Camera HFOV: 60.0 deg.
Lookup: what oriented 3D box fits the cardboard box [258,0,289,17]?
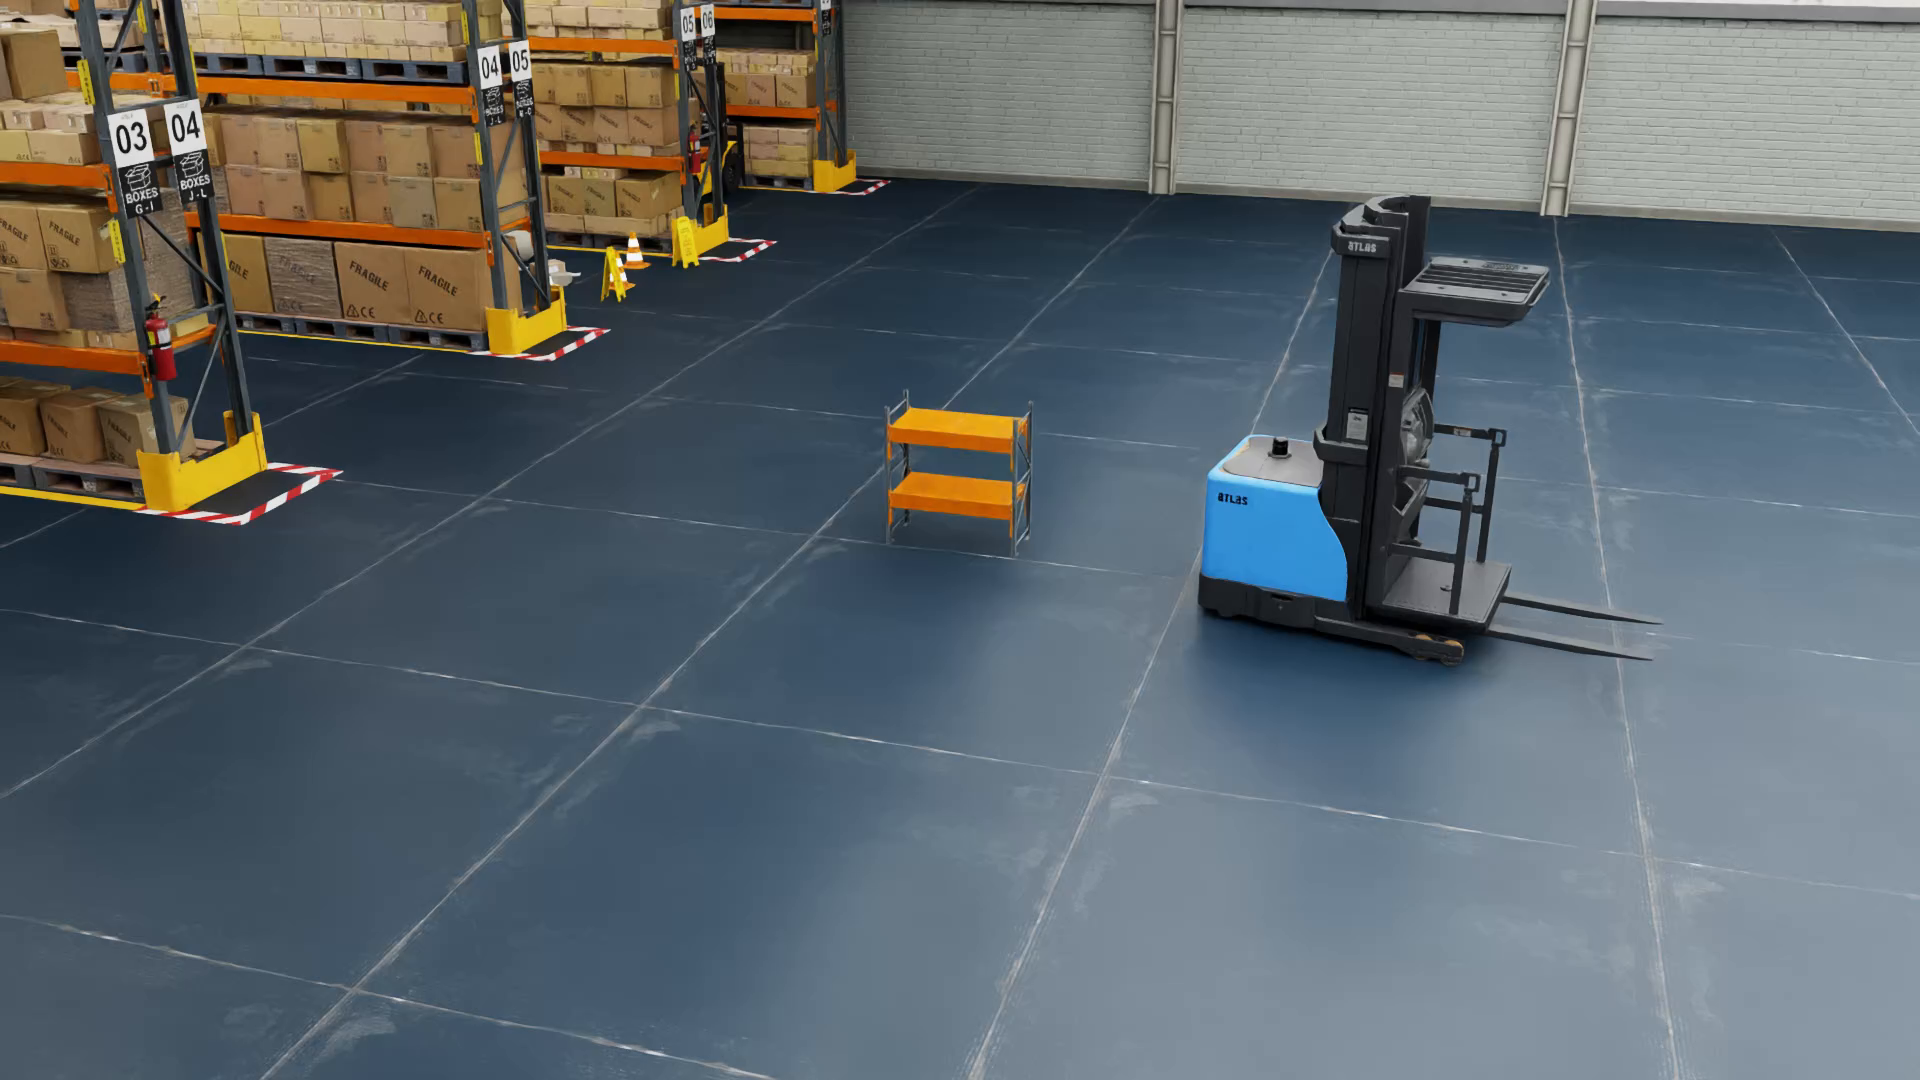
[{"bbox_3d":[-7.206,-5.642,17.621,0.250,0.149,0.380,7,23,15],"label":"cardboard box"}]

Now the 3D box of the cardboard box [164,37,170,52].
[{"bbox_3d":[-8.425,-5.413,18.111,0.250,0.149,0.380,6,23,15],"label":"cardboard box"}]

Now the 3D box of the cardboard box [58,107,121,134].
[{"bbox_3d":[-6.731,-3.254,12.876,0.250,0.149,0.380,7,23,16],"label":"cardboard box"}]

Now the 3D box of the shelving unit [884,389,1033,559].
[{"bbox_3d":[-0.006,-0.521,12.963,1.048,1.125,0.538,7,23,16],"label":"shelving unit"}]

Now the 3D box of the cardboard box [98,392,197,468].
[{"bbox_3d":[-6.968,-0.947,14.271,0.500,0.500,0.500,11,25,25],"label":"cardboard box"}]

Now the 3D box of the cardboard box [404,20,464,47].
[{"bbox_3d":[-5.395,-5.274,17.248,0.500,0.250,0.500,7,23,16],"label":"cardboard box"}]

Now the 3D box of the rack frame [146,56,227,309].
[{"bbox_3d":[-8.675,-4.064,19.130,0.127,3.000,1.000,7,23,16],"label":"rack frame"}]

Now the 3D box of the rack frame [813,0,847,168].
[{"bbox_3d":[-2.082,-7.239,26.870,0.127,3.000,1.000,7,23,16],"label":"rack frame"}]

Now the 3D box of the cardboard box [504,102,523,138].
[{"bbox_3d":[-6.037,-5.801,22.842,0.500,0.500,0.500,6,23,15],"label":"cardboard box"}]

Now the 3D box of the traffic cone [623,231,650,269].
[{"bbox_3d":[-4.297,-3.840,21.926,0.334,0.463,0.336,7,23,16],"label":"traffic cone"}]

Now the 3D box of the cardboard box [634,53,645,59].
[{"bbox_3d":[-5.169,-7.998,27.342,0.250,0.149,0.380,6,23,15],"label":"cardboard box"}]

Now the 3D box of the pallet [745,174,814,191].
[{"bbox_3d":[-2.826,-6.017,27.566,1.213,0.211,1.003,7,23,16],"label":"pallet"}]

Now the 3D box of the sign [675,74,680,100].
[{"bbox_3d":[-3.692,-5.917,21.706,0.005,0.325,0.100,7,23,16],"label":"sign"}]

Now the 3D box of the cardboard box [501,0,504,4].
[{"bbox_3d":[-6.131,-7.263,22.257,0.250,0.149,0.380,6,23,14],"label":"cardboard box"}]

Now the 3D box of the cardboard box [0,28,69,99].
[{"bbox_3d":[-7.718,-3.898,13.591,0.500,0.500,0.500,6,23,15],"label":"cardboard box"}]

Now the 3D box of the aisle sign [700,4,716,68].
[{"bbox_3d":[-3.363,-6.743,22.237,0.004,0.787,0.394,7,23,16],"label":"aisle sign"}]

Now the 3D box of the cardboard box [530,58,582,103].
[{"bbox_3d":[-5.502,-6.240,22.593,0.500,0.500,0.700,6,23,15],"label":"cardboard box"}]

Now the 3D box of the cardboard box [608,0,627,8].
[{"bbox_3d":[-4.407,-7.069,21.783,0.250,0.149,0.380,6,23,15],"label":"cardboard box"}]

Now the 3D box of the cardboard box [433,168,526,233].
[{"bbox_3d":[-5.214,-3.719,18.091,0.550,0.550,0.875,7,23,16],"label":"cardboard box"}]

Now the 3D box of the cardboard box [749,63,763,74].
[{"bbox_3d":[-3.213,-7.621,26.814,0.250,0.149,0.380,6,23,15],"label":"cardboard box"}]

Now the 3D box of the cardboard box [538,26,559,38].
[{"bbox_3d":[-5.418,-6.796,22.169,0.250,0.149,0.380,6,23,15],"label":"cardboard box"}]

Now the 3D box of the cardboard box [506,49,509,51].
[{"bbox_3d":[-7.896,-8.339,28.565,0.250,0.149,0.380,7,23,17],"label":"cardboard box"}]

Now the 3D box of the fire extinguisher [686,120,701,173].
[{"bbox_3d":[-3.536,-5.219,22.048,0.183,0.674,0.296,7,23,16],"label":"fire extinguisher"}]

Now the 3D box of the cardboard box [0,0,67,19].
[{"bbox_3d":[-10.759,-6.088,19.295,0.500,0.500,0.500,7,23,16],"label":"cardboard box"}]

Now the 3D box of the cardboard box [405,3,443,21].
[{"bbox_3d":[-5.504,-5.448,17.147,0.250,0.149,0.380,7,23,16],"label":"cardboard box"}]

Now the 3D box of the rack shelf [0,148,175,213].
[{"bbox_3d":[-8.290,-3.109,13.796,4.000,0.370,1.077,7,23,16],"label":"rack shelf"}]

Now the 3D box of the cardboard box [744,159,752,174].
[{"bbox_3d":[-3.573,-6.214,27.441,0.500,0.250,0.500,7,23,16],"label":"cardboard box"}]

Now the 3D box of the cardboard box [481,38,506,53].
[{"bbox_3d":[-5.081,-5.292,17.816,0.250,0.149,0.380,7,23,16],"label":"cardboard box"}]

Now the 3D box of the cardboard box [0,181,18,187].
[{"bbox_3d":[-8.259,-2.804,14.218,0.500,0.500,0.500,7,23,16],"label":"cardboard box"}]

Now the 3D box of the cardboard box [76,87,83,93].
[{"bbox_3d":[-12.709,-6.892,24.576,0.500,0.500,0.500,7,23,16],"label":"cardboard box"}]

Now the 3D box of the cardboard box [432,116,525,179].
[{"bbox_3d":[-5.189,-4.249,17.961,0.550,0.550,0.875,7,23,16],"label":"cardboard box"}]

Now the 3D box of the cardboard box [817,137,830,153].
[{"bbox_3d":[-2.472,-6.519,27.527,0.500,0.250,0.500,7,23,16],"label":"cardboard box"}]

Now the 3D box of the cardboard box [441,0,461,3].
[{"bbox_3d":[-5.313,-5.686,17.728,0.250,0.149,0.380,7,23,16],"label":"cardboard box"}]

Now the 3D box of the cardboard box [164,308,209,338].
[{"bbox_3d":[-6.579,-1.836,14.029,0.250,0.149,0.380,7,23,16],"label":"cardboard box"}]

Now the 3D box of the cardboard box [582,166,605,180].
[{"bbox_3d":[-4.965,-5.042,22.741,0.250,0.149,0.380,7,23,16],"label":"cardboard box"}]

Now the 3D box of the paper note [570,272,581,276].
[{"bbox_3d":[-4.992,-3.442,21.525,0.142,0.019,0.148,-1,22,-3],"label":"paper note"}]

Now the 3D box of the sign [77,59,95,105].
[{"bbox_3d":[-6.554,-3.432,12.471,0.005,0.325,0.100,7,23,16],"label":"sign"}]

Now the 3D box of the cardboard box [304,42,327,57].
[{"bbox_3d":[-6.722,-5.218,17.637,0.250,0.149,0.380,7,23,16],"label":"cardboard box"}]

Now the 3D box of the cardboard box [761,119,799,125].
[{"bbox_3d":[-2.967,-6.798,27.549,0.500,0.250,0.500,7,23,16],"label":"cardboard box"}]

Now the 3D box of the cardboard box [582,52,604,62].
[{"bbox_3d":[-6.186,-8.140,28.081,0.250,0.149,0.380,6,23,14],"label":"cardboard box"}]

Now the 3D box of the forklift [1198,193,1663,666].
[{"bbox_3d":[3.256,-0.746,11.132,3.031,2.935,1.130,11,25,24],"label":"forklift"}]

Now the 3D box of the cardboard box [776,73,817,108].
[{"bbox_3d":[-2.629,-7.244,26.750,0.500,0.500,0.500,6,23,14],"label":"cardboard box"}]

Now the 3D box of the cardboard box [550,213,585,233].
[{"bbox_3d":[-5.360,-4.463,23.172,0.500,0.250,0.500,6,23,14],"label":"cardboard box"}]

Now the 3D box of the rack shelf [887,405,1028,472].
[{"bbox_3d":[-0.006,-0.792,12.852,1.000,0.278,0.538,7,23,16],"label":"rack shelf"}]

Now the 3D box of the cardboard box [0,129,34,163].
[{"bbox_3d":[-7.389,-3.167,13.188,0.500,0.250,0.500,7,23,16],"label":"cardboard box"}]

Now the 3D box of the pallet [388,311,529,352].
[{"bbox_3d":[-5.633,-2.394,18.734,1.213,0.211,1.003,7,23,15],"label":"pallet"}]

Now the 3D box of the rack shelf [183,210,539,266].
[{"bbox_3d":[-6.760,-3.512,18.732,4.000,0.370,1.077,7,23,16],"label":"rack shelf"}]

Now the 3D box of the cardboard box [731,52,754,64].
[{"bbox_3d":[-3.488,-7.763,26.768,0.250,0.149,0.380,7,23,17],"label":"cardboard box"}]

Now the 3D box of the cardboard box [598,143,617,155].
[{"bbox_3d":[-4.701,-5.323,22.529,0.250,0.149,0.380,7,23,16],"label":"cardboard box"}]

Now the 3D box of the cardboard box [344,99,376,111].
[{"bbox_3d":[-8.325,-6.273,23.438,0.500,0.500,0.500,7,23,16],"label":"cardboard box"}]

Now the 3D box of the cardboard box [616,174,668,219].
[{"bbox_3d":[-4.355,-4.697,22.755,0.500,0.500,0.500,7,23,16],"label":"cardboard box"}]

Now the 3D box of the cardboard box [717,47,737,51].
[{"bbox_3d":[-3.814,-8.017,27.389,0.250,0.149,0.380,7,23,16],"label":"cardboard box"}]
